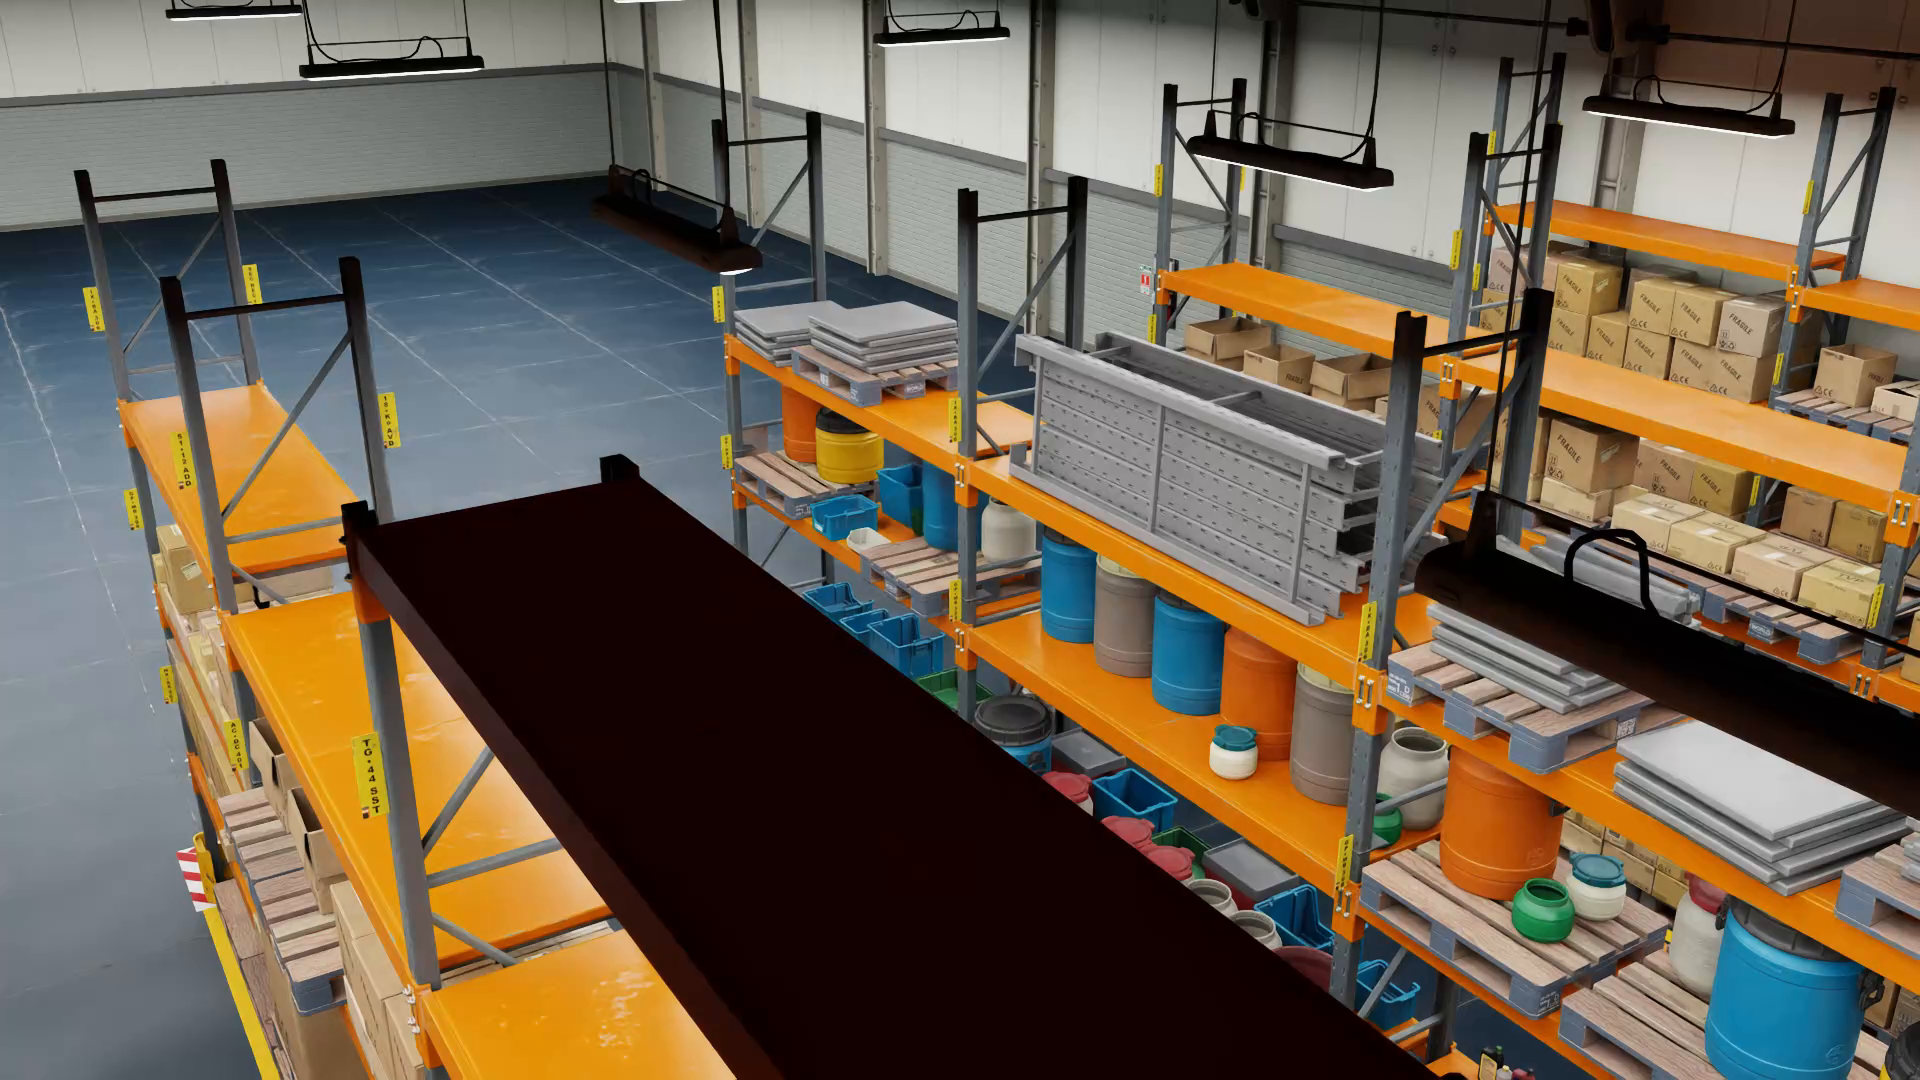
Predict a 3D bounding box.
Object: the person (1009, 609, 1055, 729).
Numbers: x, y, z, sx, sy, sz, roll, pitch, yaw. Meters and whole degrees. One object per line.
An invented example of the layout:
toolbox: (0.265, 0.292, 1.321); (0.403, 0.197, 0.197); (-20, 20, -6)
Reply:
person: (0.669, 1.351, 15.615); (0.612, 1.757, 0.470); (-18, 28, -38)
